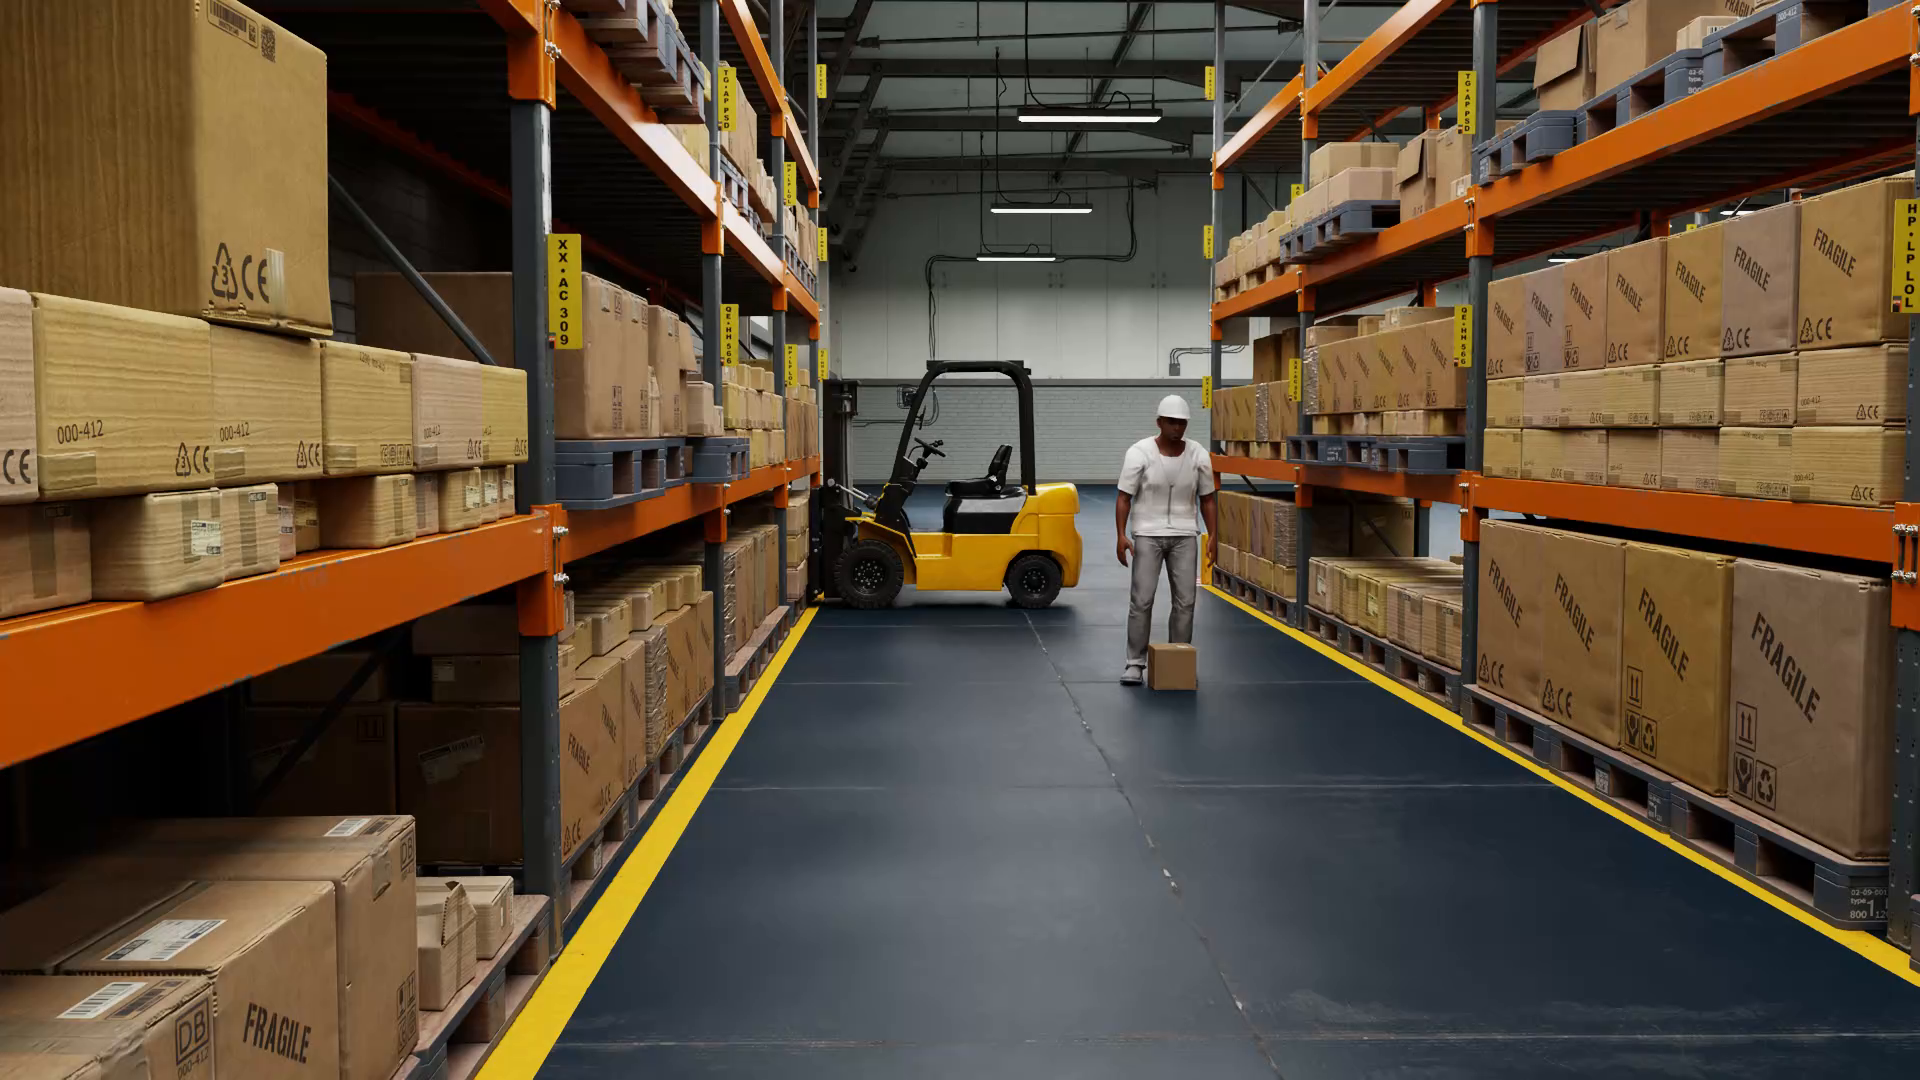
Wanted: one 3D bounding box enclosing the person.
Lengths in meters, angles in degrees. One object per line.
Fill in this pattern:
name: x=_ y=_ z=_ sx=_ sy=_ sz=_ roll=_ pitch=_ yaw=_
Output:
person: x=1.267 y=-0.006 z=10.185 sx=0.636 sy=1.761 sz=0.454 roll=0 pitch=4 yaw=-4
